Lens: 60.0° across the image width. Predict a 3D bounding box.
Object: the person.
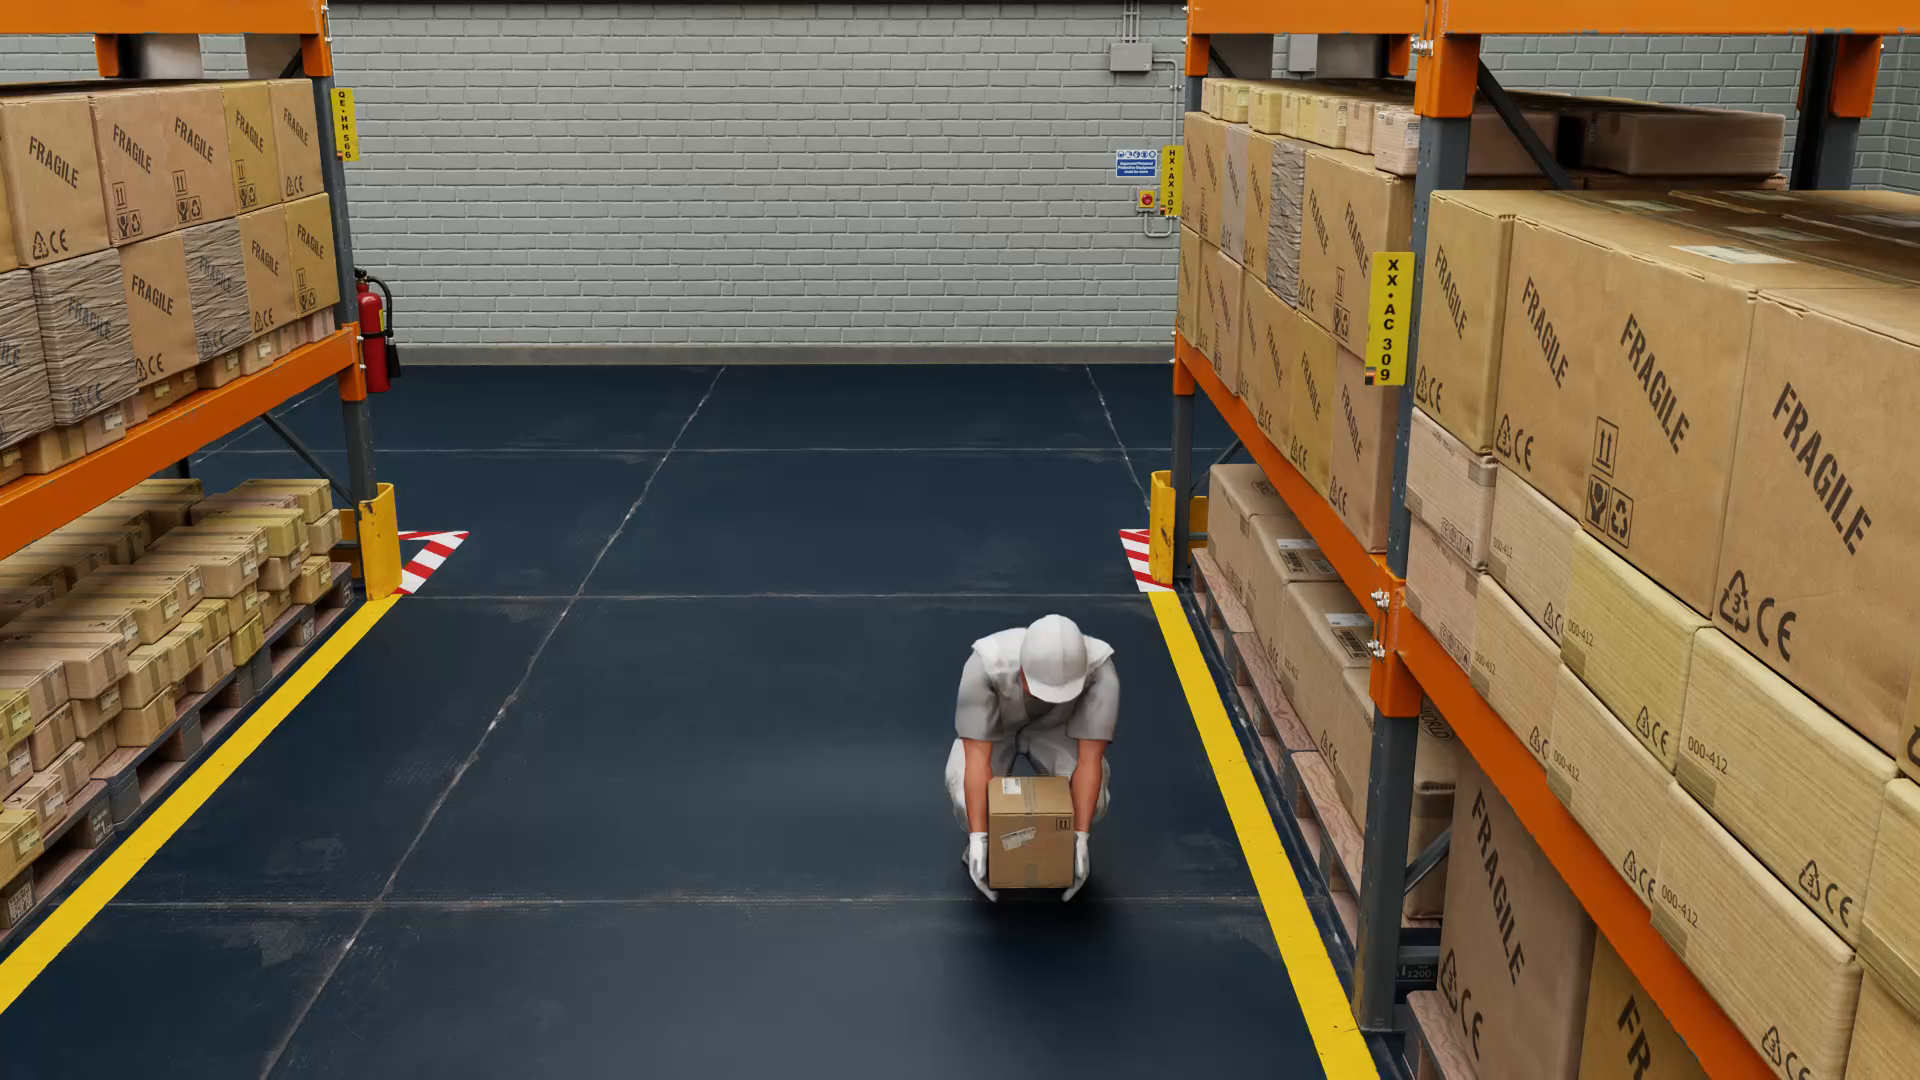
[{"bbox_3d":[0.225,0.629,5.305,0.547,1.002,0.877,-1,17,-2],"label":"person"}]
